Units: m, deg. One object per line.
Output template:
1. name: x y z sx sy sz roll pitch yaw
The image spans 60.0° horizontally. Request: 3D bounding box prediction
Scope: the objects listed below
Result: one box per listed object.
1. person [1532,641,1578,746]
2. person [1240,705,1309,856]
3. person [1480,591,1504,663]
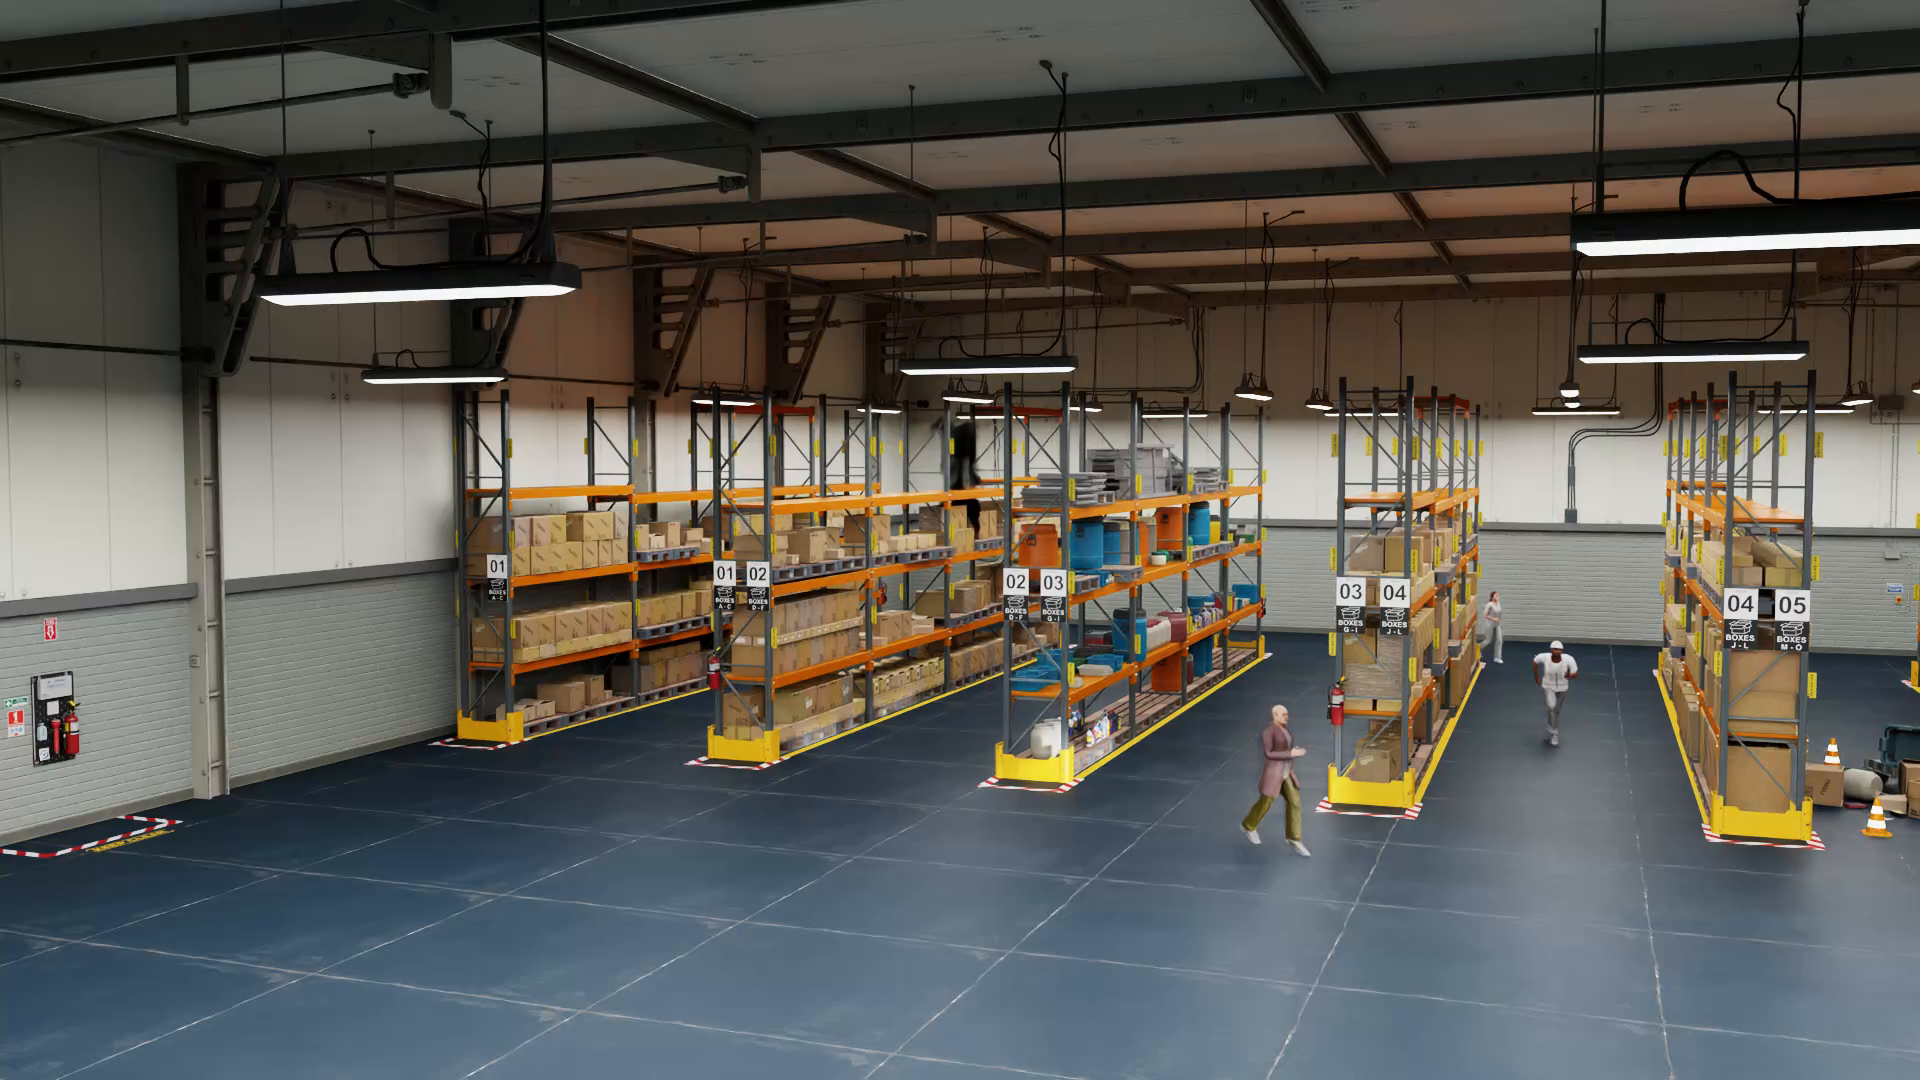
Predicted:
1. person: 10.167 2.579 28.445 0.694 1.775 0.997 0 3 7
2. person: 3.914 2.952 20.699 0.680 1.823 0.976 -3 4 -41
3. person: 12.482 2.028 39.043 0.555 1.663 0.889 -1 3 -25
